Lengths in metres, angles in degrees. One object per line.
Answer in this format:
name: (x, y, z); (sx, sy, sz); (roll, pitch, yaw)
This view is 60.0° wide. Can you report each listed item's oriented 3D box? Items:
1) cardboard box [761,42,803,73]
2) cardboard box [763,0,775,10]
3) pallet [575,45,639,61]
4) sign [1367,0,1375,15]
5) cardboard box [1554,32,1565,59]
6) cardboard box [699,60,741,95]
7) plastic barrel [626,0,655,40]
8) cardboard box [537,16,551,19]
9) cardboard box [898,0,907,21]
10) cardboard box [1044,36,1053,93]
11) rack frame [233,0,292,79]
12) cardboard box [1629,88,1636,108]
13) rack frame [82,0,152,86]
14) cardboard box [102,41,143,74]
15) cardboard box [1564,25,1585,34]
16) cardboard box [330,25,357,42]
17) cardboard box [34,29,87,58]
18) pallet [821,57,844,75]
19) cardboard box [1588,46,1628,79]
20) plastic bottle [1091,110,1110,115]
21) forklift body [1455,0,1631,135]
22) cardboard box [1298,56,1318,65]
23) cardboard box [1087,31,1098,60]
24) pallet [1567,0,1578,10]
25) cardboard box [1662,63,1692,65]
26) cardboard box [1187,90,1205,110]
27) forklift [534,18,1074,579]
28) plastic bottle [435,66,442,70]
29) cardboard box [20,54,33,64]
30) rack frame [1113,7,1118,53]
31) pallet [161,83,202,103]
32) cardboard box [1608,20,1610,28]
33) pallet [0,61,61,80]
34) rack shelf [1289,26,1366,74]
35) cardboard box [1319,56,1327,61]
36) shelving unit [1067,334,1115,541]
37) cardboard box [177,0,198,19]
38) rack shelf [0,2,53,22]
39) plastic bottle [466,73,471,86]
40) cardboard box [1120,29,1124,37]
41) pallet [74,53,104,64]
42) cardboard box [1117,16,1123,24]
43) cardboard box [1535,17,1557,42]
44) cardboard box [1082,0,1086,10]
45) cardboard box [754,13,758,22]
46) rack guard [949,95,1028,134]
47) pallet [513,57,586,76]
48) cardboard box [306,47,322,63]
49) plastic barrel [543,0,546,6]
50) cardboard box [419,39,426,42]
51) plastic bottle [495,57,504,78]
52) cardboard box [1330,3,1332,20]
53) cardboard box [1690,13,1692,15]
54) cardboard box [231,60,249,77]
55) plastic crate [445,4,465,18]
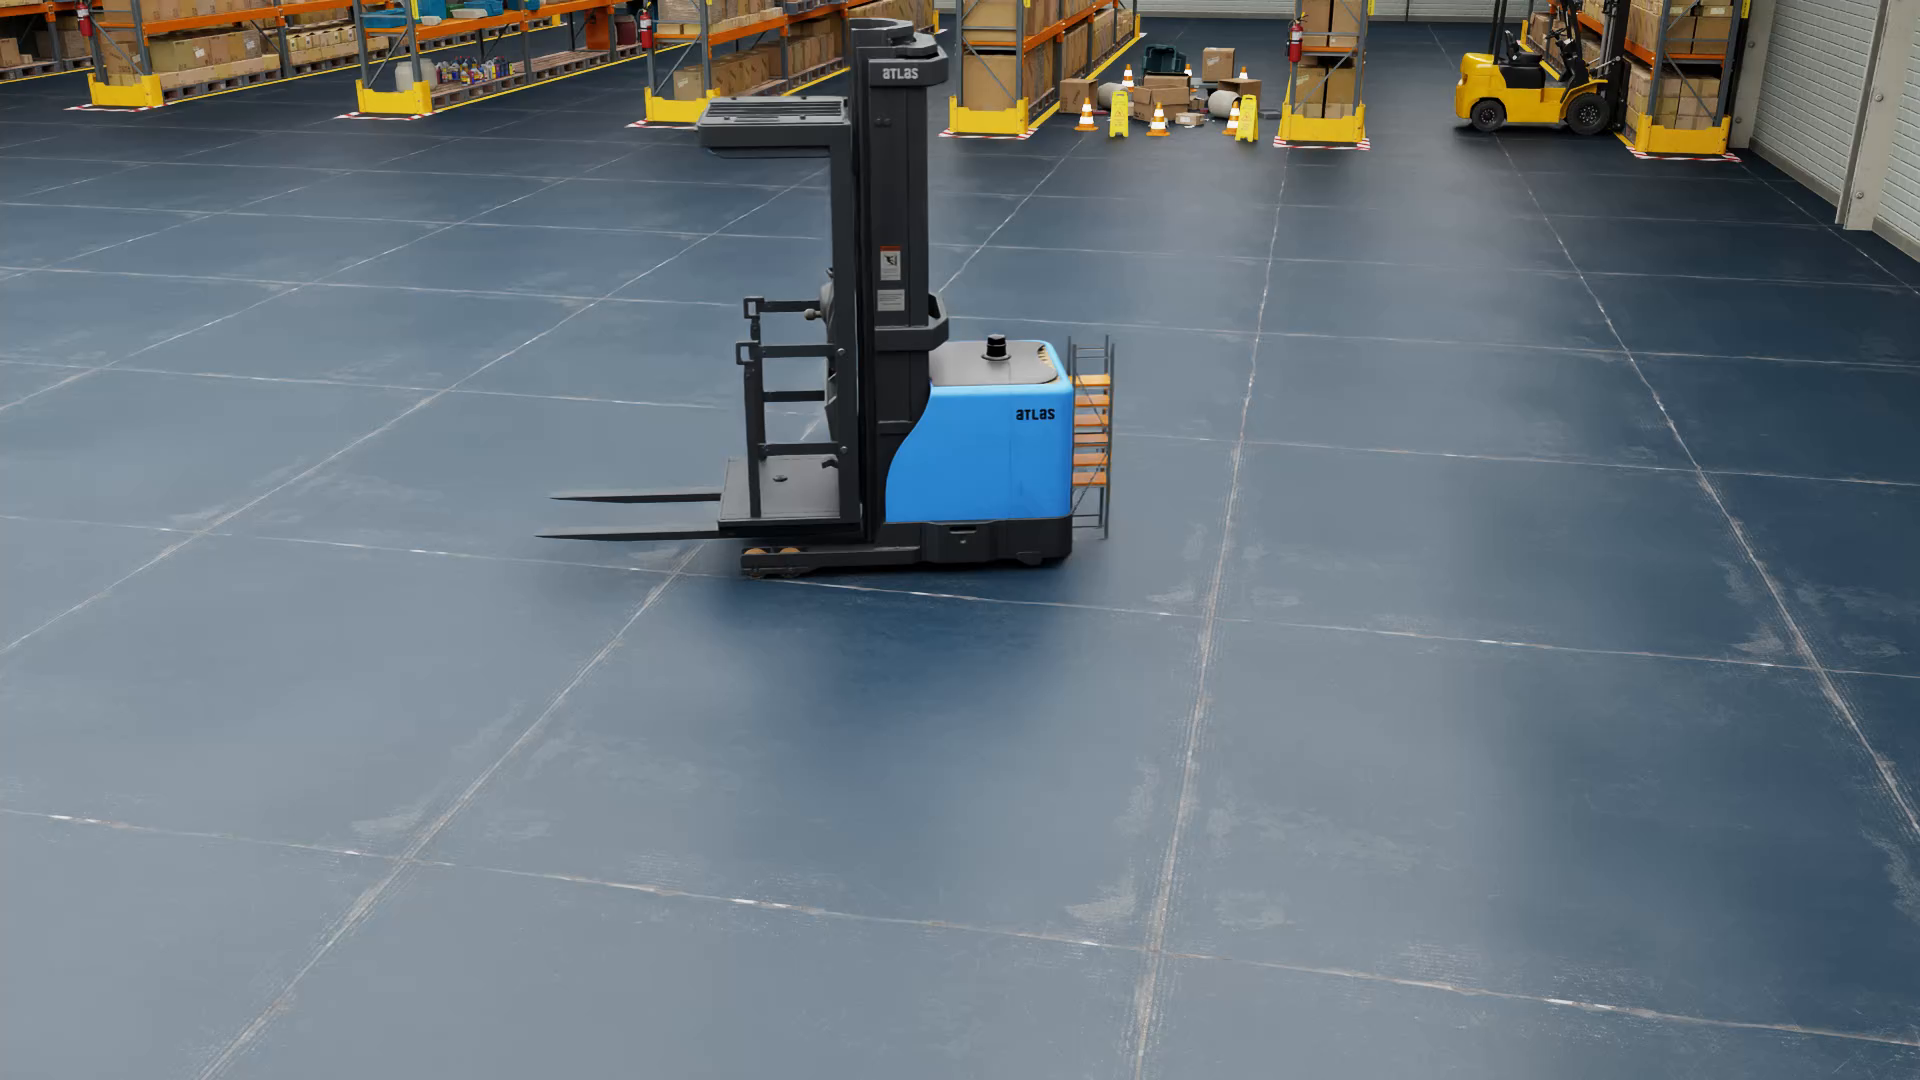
cardboard box: (-3.315, -8.929, 30.767); (0.700, 0.500, 0.500); (4, 22, 11)
cardboard box: (-3.730, -9.513, 28.928); (0.875, 0.500, 0.500); (4, 22, 11)
pallet: (-7.490, -10.327, 35.213); (1.003, 0.211, 1.213); (4, 22, 11)
sign: (5.839, -7.631, 23.627); (0.100, 0.325, 0.005); (4, 22, 11)
cardboard box: (12.093, -9.780, 32.906); (0.500, 0.500, 0.500); (4, 22, 9)
cardboard box: (-4.015, -7.737, 27.833); (0.500, 0.500, 0.500); (7, 23, 16)
plastic barrel: (-7.066, -11.557, 36.781); (0.600, 0.901, 0.708); (4, 22, 11)
cardboard box: (-10.696, -13.461, 42.019); (0.500, 0.500, 0.500); (4, 22, 11)
cardboard box: (-1.732, -11.859, 37.566); (0.875, 0.875, 0.875); (4, 22, 11)
cardboard box: (1.061, -8.058, 28.129); (0.875, 0.875, 0.875); (5, 22, 12)
rack frame: (-13.274, -10.245, 31.277); (1.000, 3.000, 0.127); (4, 22, 11)
cardboard box: (10.074, -6.429, 24.251); (0.500, 0.250, 0.500); (4, 22, 10)
rack frame: (-14.091, -8.782, 27.645); (1.000, 3.000, 0.127); (4, 22, 11)
cardboard box: (-14.272, -8.268, 28.483); (0.500, 0.500, 0.500); (4, 22, 11)
cardboard box: (12.078, -10.025, 32.646); (0.380, 0.149, 0.250); (5, 23, 13)
cardboard box: (-12.529, -10.302, 33.787); (0.500, 0.311, 0.500); (4, 22, 11)
cardboard box: (-17.991, -9.937, 33.268); (0.700, 0.500, 0.500); (5, 23, 13)
pallet: (-2.922, -9.373, 32.843); (1.003, 0.211, 1.213); (4, 22, 11)
cardboard box: (11.397, -8.200, 28.814); (0.875, 0.625, 0.625); (4, 22, 9)
plastic bottle: (2.284, -6.944, 27.013); (0.283, 0.061, 0.133); (-3, 22, -8)
forklift body: (8.769, -7.332, 25.181); (2.313, 2.155, 1.214); (4, 22, 11)
cardboard box: (5.225, -7.291, 25.188); (0.380, 0.149, 0.250); (5, 22, 12)
cardboard box: (2.468, -9.811, 32.983); (0.500, 0.500, 0.500); (4, 22, 9)
pallet: (11.870, -9.983, 30.884); (1.213, 0.211, 1.003); (4, 22, 11)
cardboard box: (10.868, -7.174, 25.432); (0.500, 0.250, 0.500); (5, 22, 11)
cardboard box: (3.857, -7.331, 27.700); (0.258, 0.266, 0.396); (-11, 25, -26)
forklift: (-0.906, -1.347, 9.276); (3.031, 2.935, 1.130); (-2, 22, -4)
plastic bottle: (-9.190, -8.190, 29.231); (0.152, 0.276, 0.135); (4, 22, 9)
cardboard box: (-18.204, -9.313, 32.167); (0.380, 0.166, 0.250); (2, 22, 4)
rack frame: (2.890, -12.000, 35.633); (1.000, 3.000, 0.127); (4, 22, 11)
pallet: (-13.975, -7.772, 28.868); (1.003, 0.211, 1.213); (4, 22, 11)
cardboard box: (10.831, -8.491, 27.122); (0.500, 0.250, 0.500); (5, 22, 12)
pallet: (-18.227, -9.080, 32.116); (1.003, 0.211, 1.213); (4, 22, 11)
rack shelf: (5.716, -7.668, 25.841); (1.077, 0.370, 4.000); (4, 22, 11)
cardboard box: (5.534, -7.419, 26.375); (0.500, 0.500, 0.500); (6, 23, 14)
shelving unit: (0.749, -0.591, 9.714); (0.258, 1.200, 0.189); (-2, 22, -5)
cardboard box: (-13.773, -9.372, 28.975); (0.700, 0.500, 0.500); (5, 22, 11)
rack shelf: (-18.533, -9.556, 30.530); (1.077, 0.370, 4.000); (4, 22, 11)
plastic bottle: (-8.546, -7.987, 28.826); (0.097, 0.201, 0.097); (0, 22, 0)
cardboard box: (3.504, -11.458, 37.543); (0.380, 0.149, 0.250); (4, 22, 9)
pallet: (-17.720, -10.060, 34.551); (1.003, 0.211, 1.213); (4, 22, 11)
cardboard box: (3.444, -11.635, 37.184); (0.380, 0.149, 0.250); (5, 22, 12)
cardboard box: (12.797, -11.068, 36.105); (0.500, 0.500, 0.500); (5, 22, 12)
cardboard box: (2.040, -10.033, 30.615); (0.500, 0.500, 0.500); (4, 22, 10)
cardboard box: (-3.637, -8.818, 28.069); (0.380, 0.149, 0.250); (4, 22, 11)
rack guard: (0.437, -6.443, 25.181); (1.175, 0.500, 0.348); (4, 22, 11)
pallet: (-8.057, -9.311, 32.689); (1.003, 0.211, 1.213); (4, 22, 11)
cardboard box: (-12.844, -9.480, 32.496); (0.500, 0.250, 0.500); (5, 22, 12)
plastic barrel: (-8.006, -10.275, 31.535); (0.301, 0.262, 0.301); (0, 22, 0)
cardboard box: (-11.984, -11.089, 36.130); (0.500, 0.500, 0.500); (4, 22, 9)
plastic bottle: (-8.314, -8.514, 29.935); (0.144, 0.351, 0.185); (3, 22, 8)
cardboard box: (6.077, -8.357, 26.058); (0.500, 0.500, 0.500); (5, 22, 12)
cardboard box: (10.626, -7.292, 23.811); (0.500, 0.500, 0.500); (5, 23, 13)
cardboard box: (-13.354, -8.612, 30.341); (0.500, 0.250, 0.500); (4, 22, 11)
plastic crate: (-8.979, -9.293, 29.197); (0.450, 0.188, 0.662); (4, 22, 11)
